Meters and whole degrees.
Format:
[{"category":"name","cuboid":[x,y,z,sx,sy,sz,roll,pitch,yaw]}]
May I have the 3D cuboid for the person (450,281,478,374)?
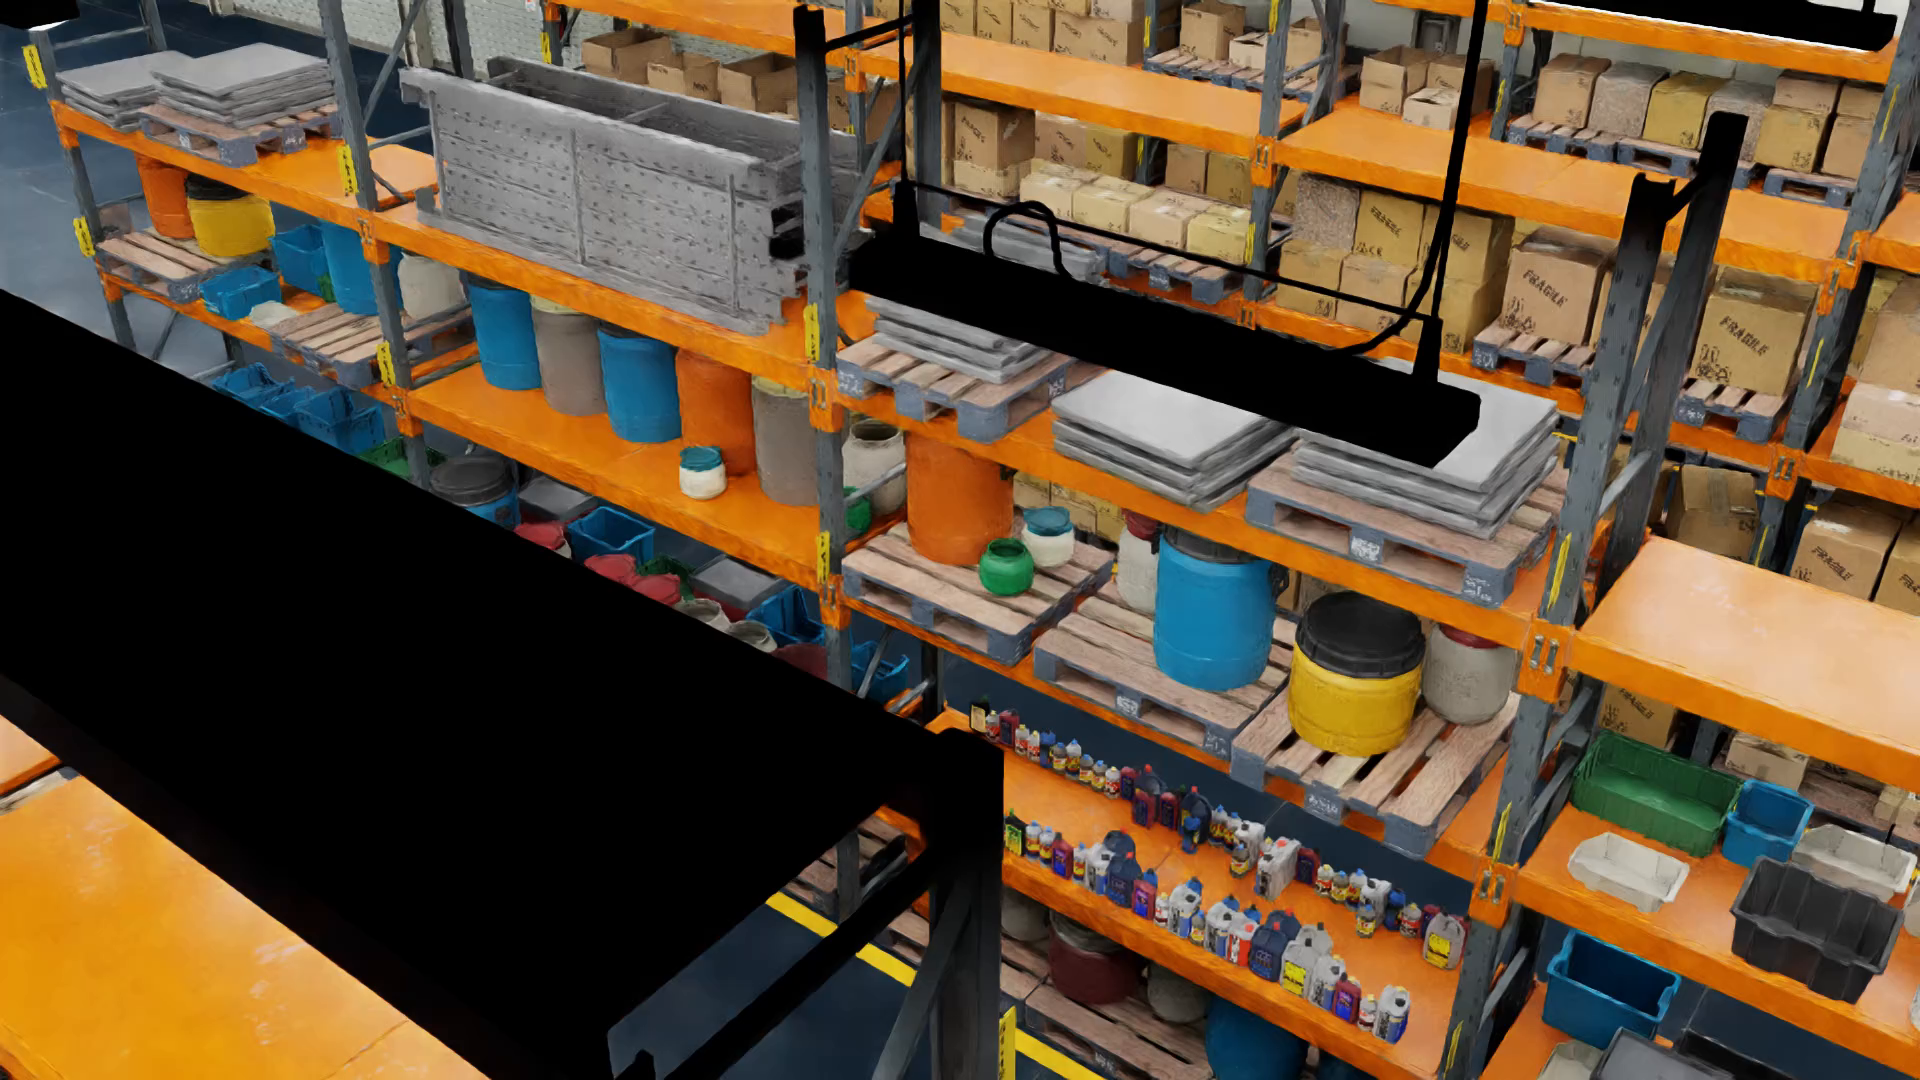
[{"category":"person","cuboid":[-5.057,-2.094,17.002,0.531,1.780,0.739,-1,31,-1]}]
